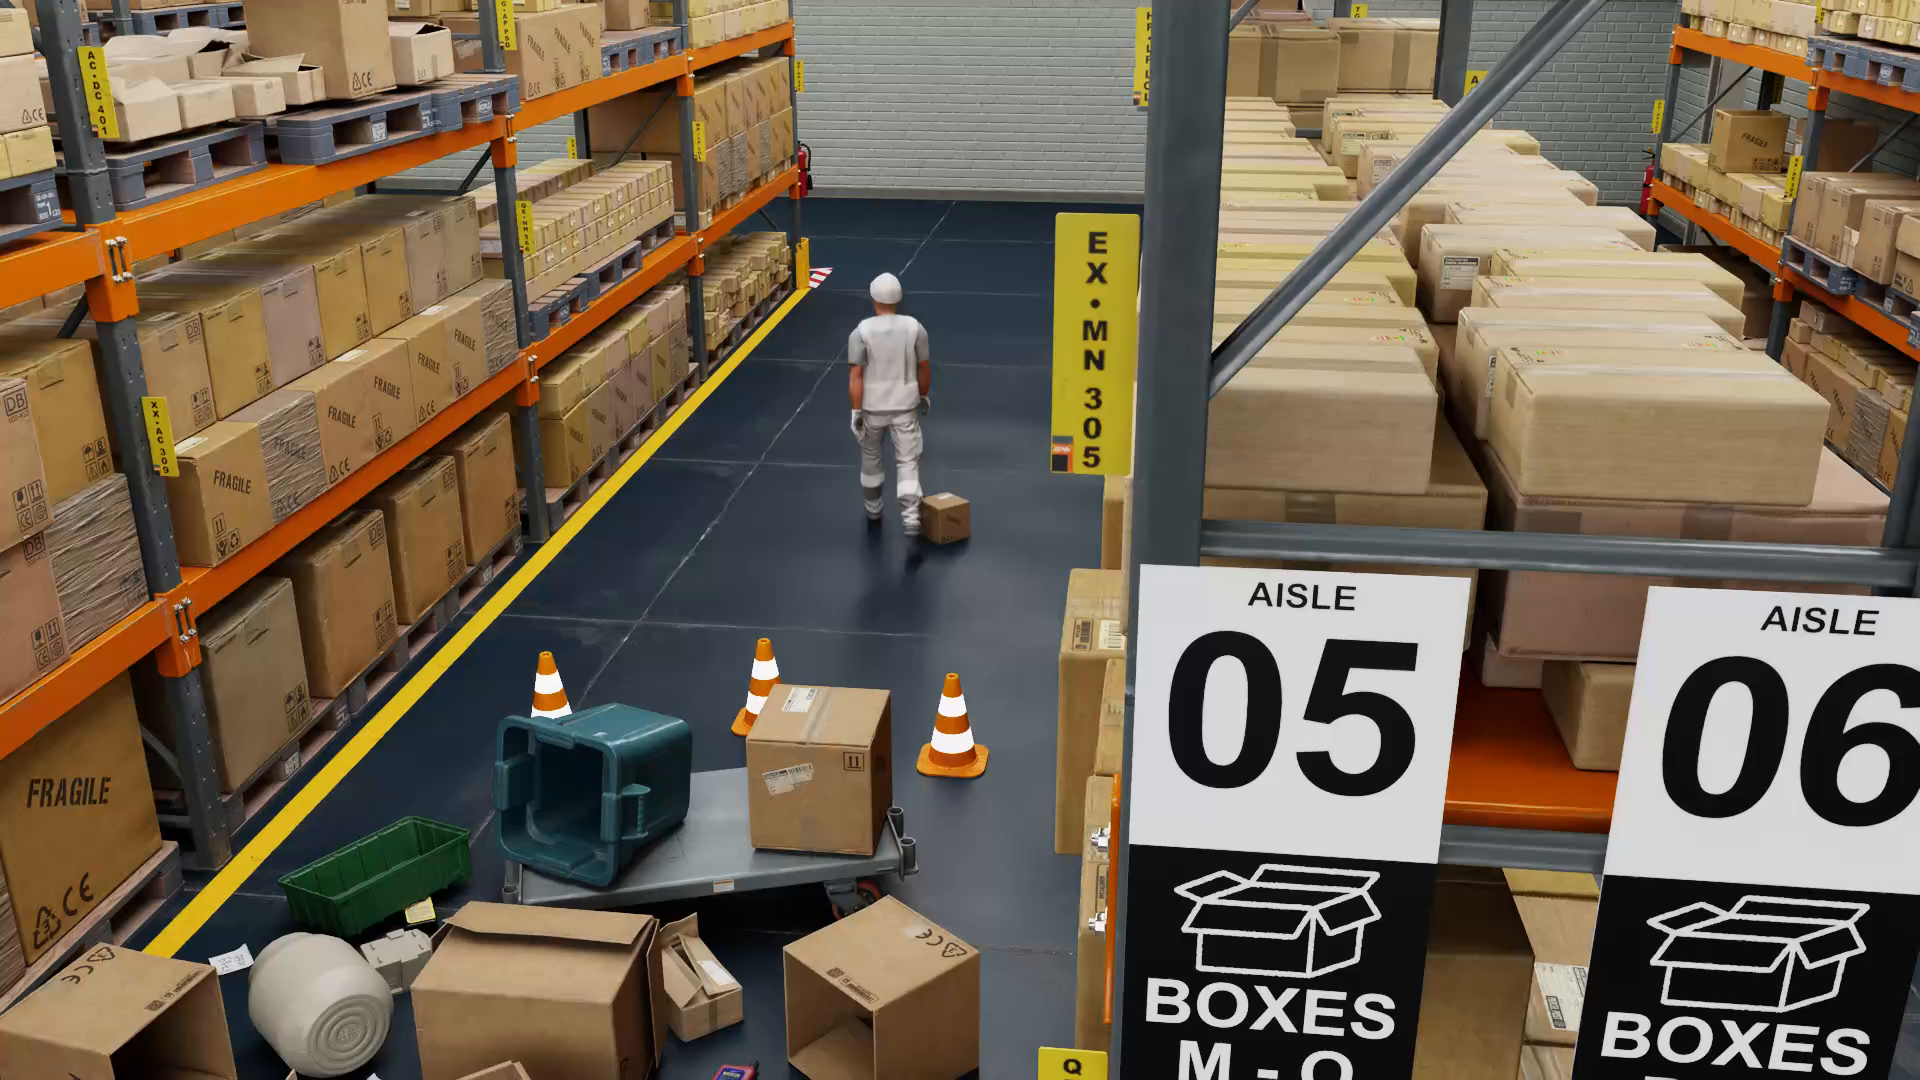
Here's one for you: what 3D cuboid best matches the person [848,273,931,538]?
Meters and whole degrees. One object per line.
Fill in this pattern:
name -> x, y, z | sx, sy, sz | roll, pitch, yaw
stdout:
person -> -0.451, -0.873, 10.831 | 0.554, 1.745, 1.036 | -3, 21, -7
